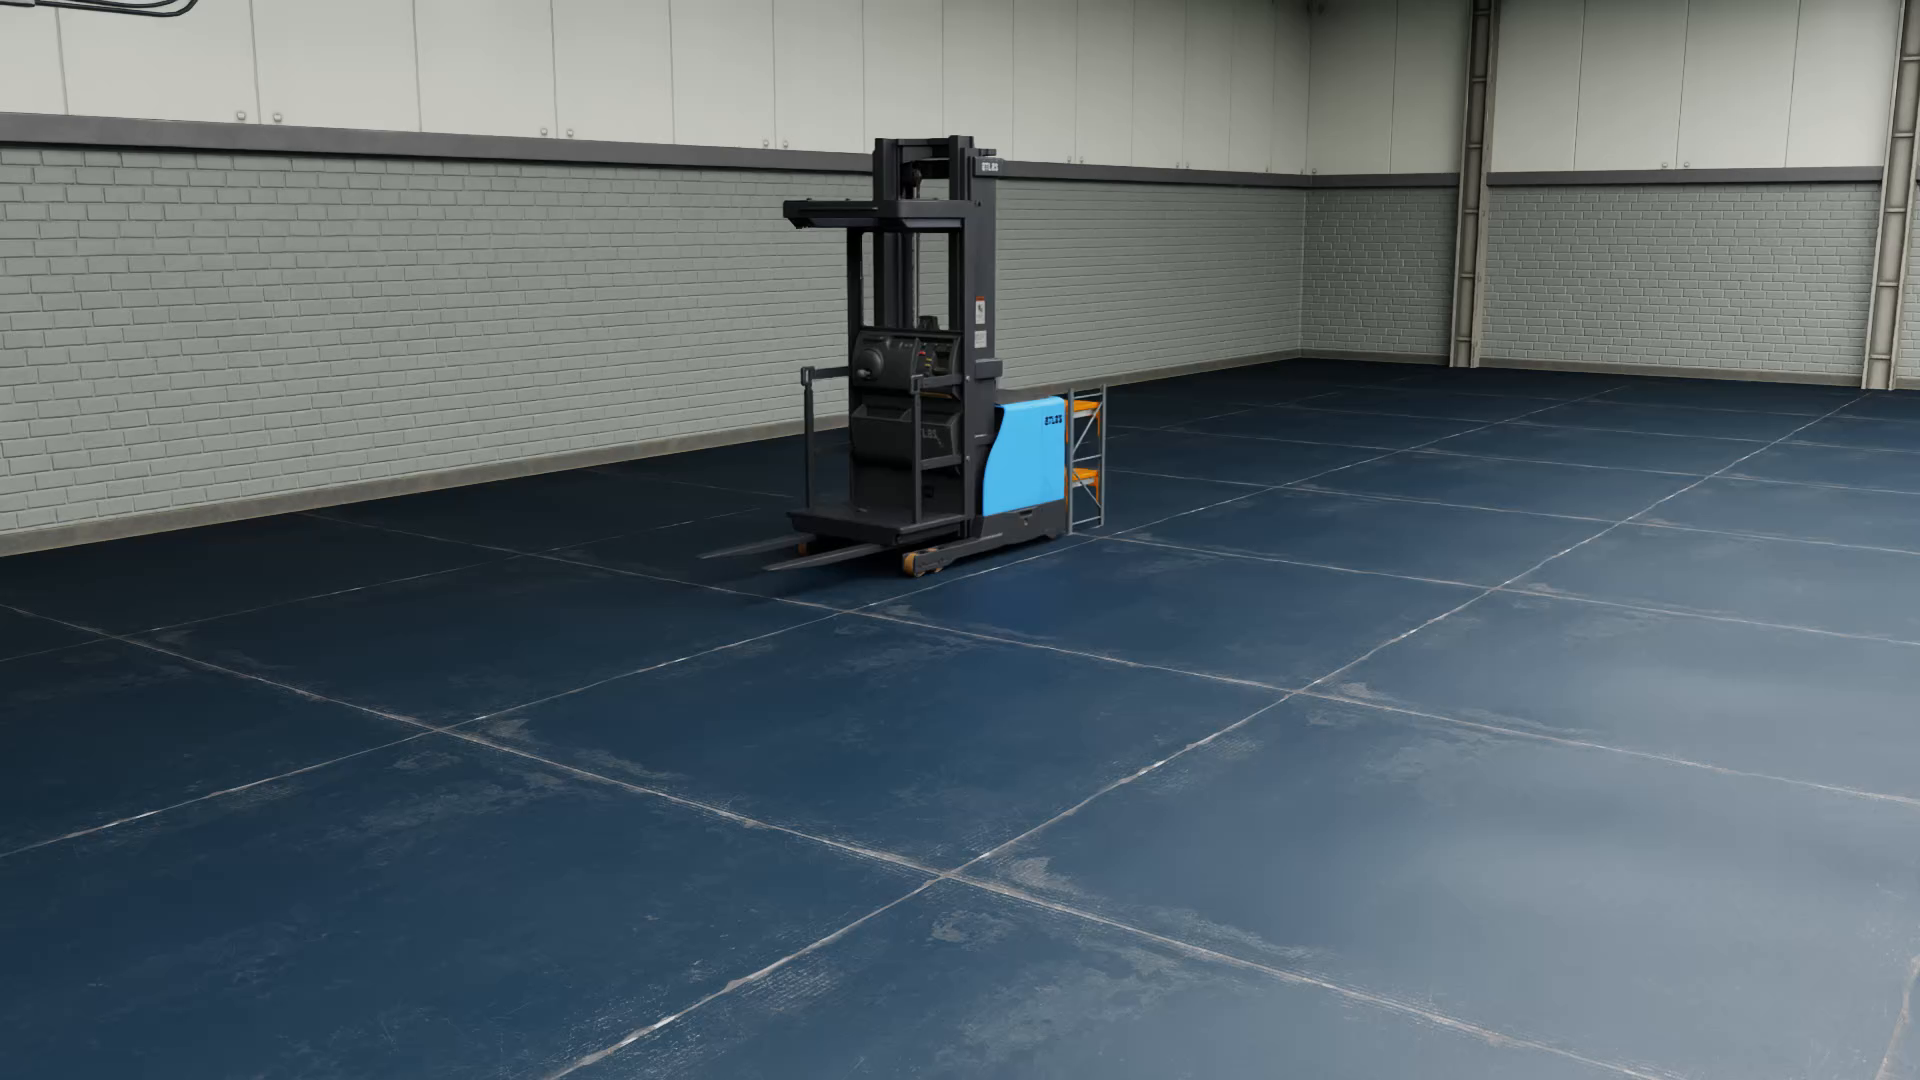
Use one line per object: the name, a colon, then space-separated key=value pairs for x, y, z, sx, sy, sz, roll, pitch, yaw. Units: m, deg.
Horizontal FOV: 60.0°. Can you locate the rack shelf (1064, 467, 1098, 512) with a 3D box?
rack shelf: x=0.563 y=-0.444 z=13.149 sx=1.000 sy=0.278 sz=0.538 roll=8 pitch=14 yaw=36

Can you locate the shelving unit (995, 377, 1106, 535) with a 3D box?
shelving unit: x=0.563 y=-0.684 z=13.103 sx=1.048 sy=1.125 sz=0.538 roll=8 pitch=14 yaw=36

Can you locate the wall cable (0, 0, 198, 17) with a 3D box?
wall cable: x=-6.363 y=-6.083 z=11.329 sx=0.169 sy=6.003 sz=2.305 roll=8 pitch=13 yaw=36

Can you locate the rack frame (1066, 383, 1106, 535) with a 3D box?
rack frame: x=0.971 y=-0.626 z=12.804 sx=0.032 sy=1.125 sz=0.500 roll=8 pitch=14 yaw=36

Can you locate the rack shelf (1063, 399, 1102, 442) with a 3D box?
rack shelf: x=0.564 y=-0.971 z=13.047 sx=1.000 sy=0.278 sz=0.538 roll=8 pitch=14 yaw=36

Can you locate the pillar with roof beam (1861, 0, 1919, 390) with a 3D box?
pillar with roof beam: x=10.529 y=-5.917 z=19.424 sx=0.400 sy=9.000 sz=9.100 roll=8 pitch=13 yaw=36

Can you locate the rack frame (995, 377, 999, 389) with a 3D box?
rack frame: x=0.156 y=-0.742 z=13.401 sx=0.032 sy=1.125 sz=0.500 roll=8 pitch=14 yaw=36

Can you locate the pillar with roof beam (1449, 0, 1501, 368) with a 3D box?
pillar with roof beam: x=5.693 y=-6.592 z=22.910 sx=0.400 sy=9.000 sz=9.100 roll=8 pitch=13 yaw=36

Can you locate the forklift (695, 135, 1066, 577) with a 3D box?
forklift: x=-0.513 y=-1.295 z=11.506 sx=1.130 sy=2.935 sz=3.031 roll=9 pitch=14 yaw=38
